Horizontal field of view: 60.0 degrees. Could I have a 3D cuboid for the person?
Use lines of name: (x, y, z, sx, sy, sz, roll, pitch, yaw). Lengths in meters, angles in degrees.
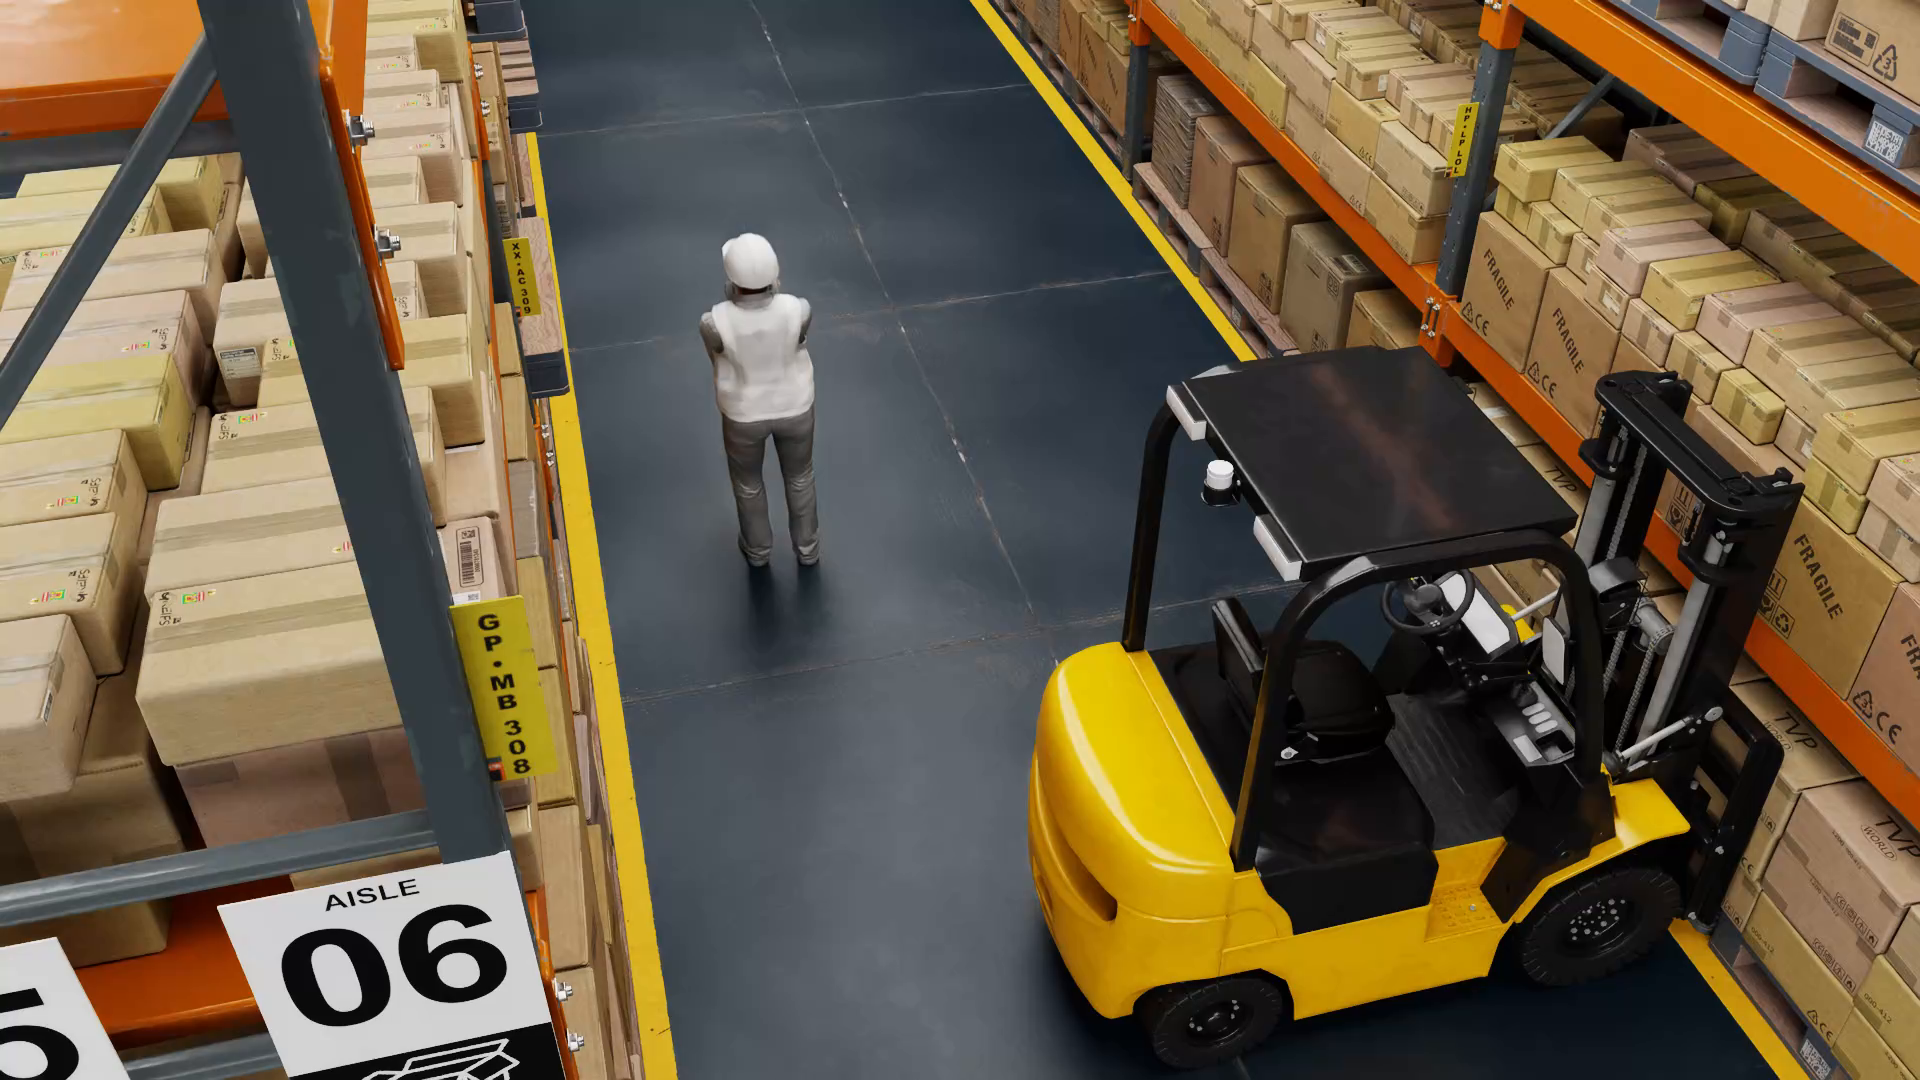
person: (-0.910, -0.657, 7.544, 0.494, 1.762, 0.554, -9, 39, -12)
